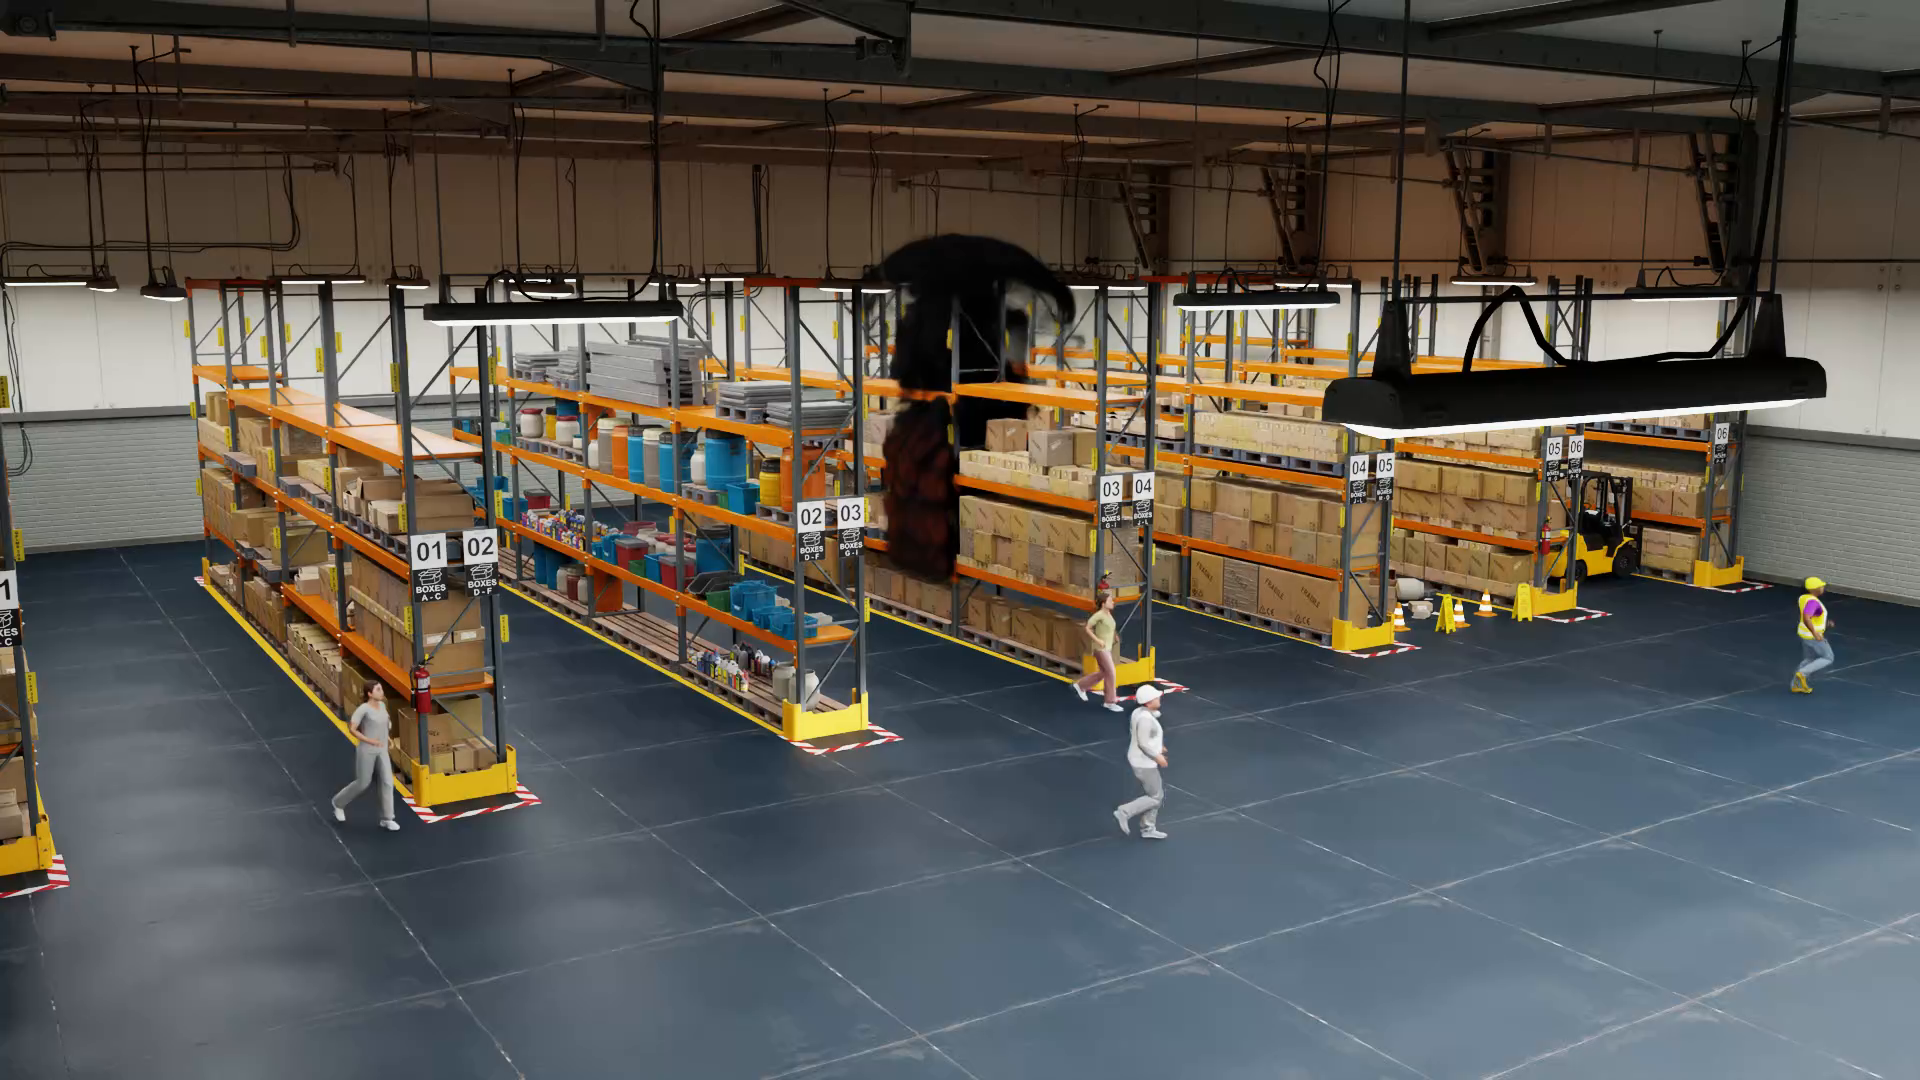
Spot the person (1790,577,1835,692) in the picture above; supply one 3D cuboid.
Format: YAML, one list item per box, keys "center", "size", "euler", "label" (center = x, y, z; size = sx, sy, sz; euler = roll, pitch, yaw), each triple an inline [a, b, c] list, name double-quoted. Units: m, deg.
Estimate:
- center: [12.572, 1.402, 24.448]
  size: [0.596, 1.722, 0.692]
  euler: [1, 10, 7]
  label: "person"

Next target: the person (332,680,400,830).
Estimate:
- center: [-6.611, 2.388, 18.790]
  size: [0.950, 1.633, 0.635]
  euler: [5, 11, 26]
  label: "person"

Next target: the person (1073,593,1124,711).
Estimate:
- center: [1.991, 1.573, 23.726]
  size: [0.798, 1.677, 0.596]
  euler: [4, 10, 24]
  label: "person"

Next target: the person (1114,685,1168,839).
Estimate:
- center: [1.989, 2.446, 18.307]
  size: [0.645, 1.752, 0.662]
  euler: [-1, 10, -5]
  label: "person"
